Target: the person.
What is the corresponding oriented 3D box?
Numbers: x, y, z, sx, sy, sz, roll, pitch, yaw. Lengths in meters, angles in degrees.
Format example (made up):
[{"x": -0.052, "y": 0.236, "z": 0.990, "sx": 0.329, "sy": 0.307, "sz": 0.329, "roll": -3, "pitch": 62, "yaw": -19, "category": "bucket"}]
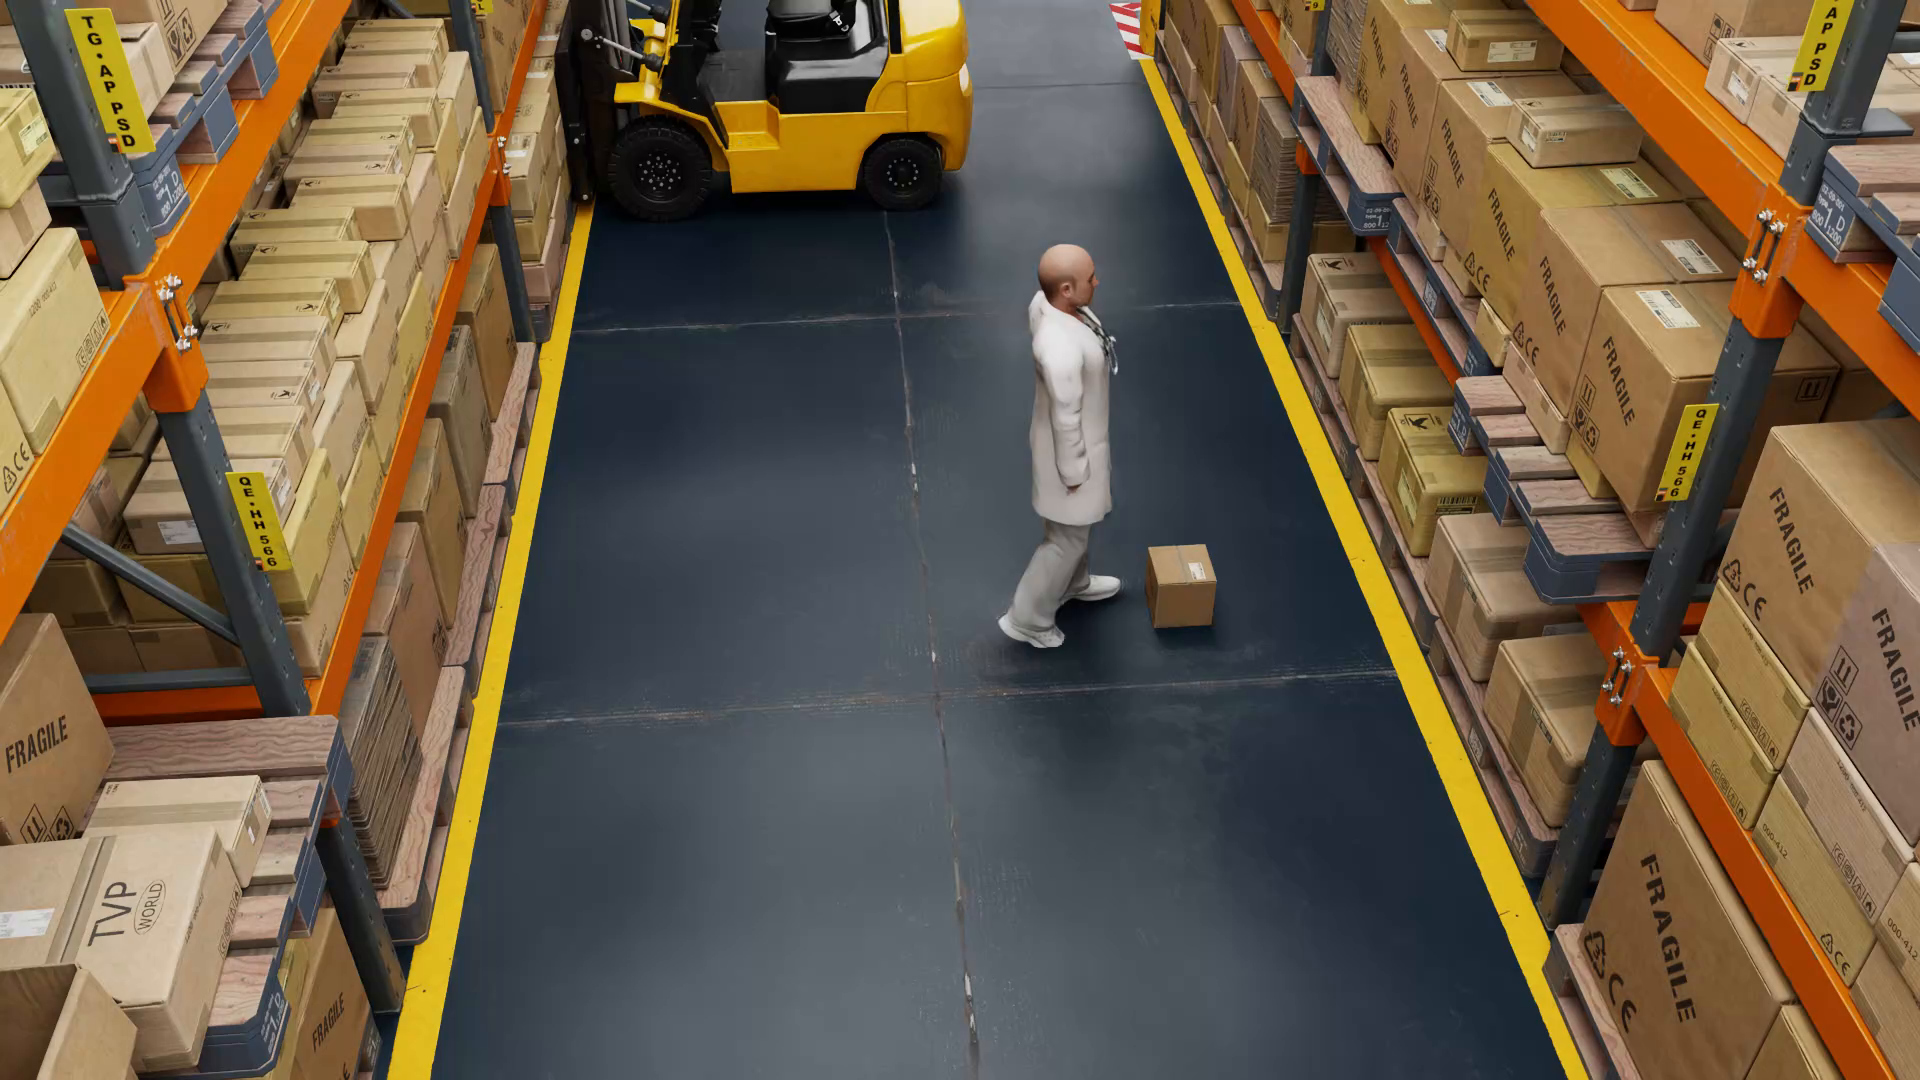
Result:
[{"x": 0.432, "y": -0.343, "z": 6.669, "sx": 0.562, "sy": 1.867, "sz": 0.577, "roll": -2, "pitch": 39, "yaw": -3, "category": "person"}]
